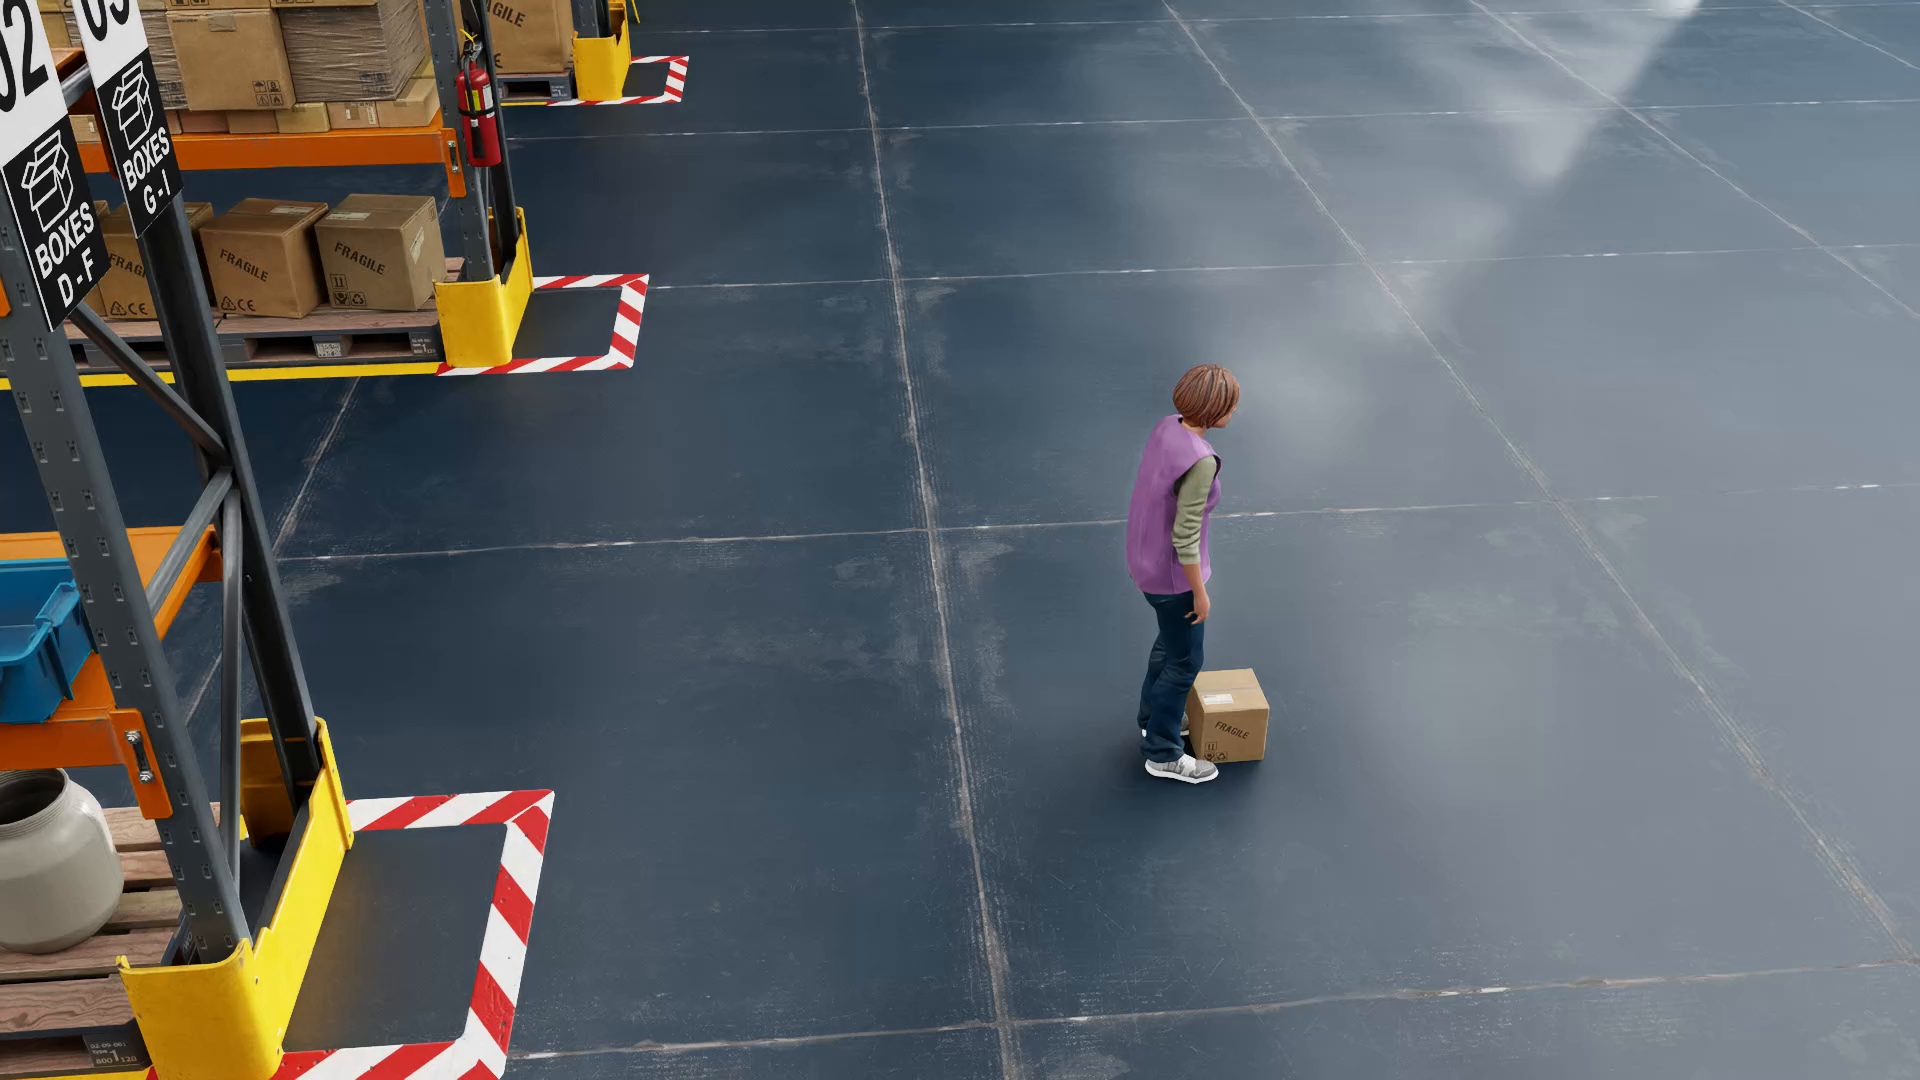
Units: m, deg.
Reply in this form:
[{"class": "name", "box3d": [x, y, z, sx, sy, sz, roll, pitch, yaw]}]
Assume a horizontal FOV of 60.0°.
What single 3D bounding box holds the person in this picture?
[{"class": "person", "box3d": [0.792, 0.113, 5.961, 0.378, 1.592, 0.482, -5, 32, -8]}]
